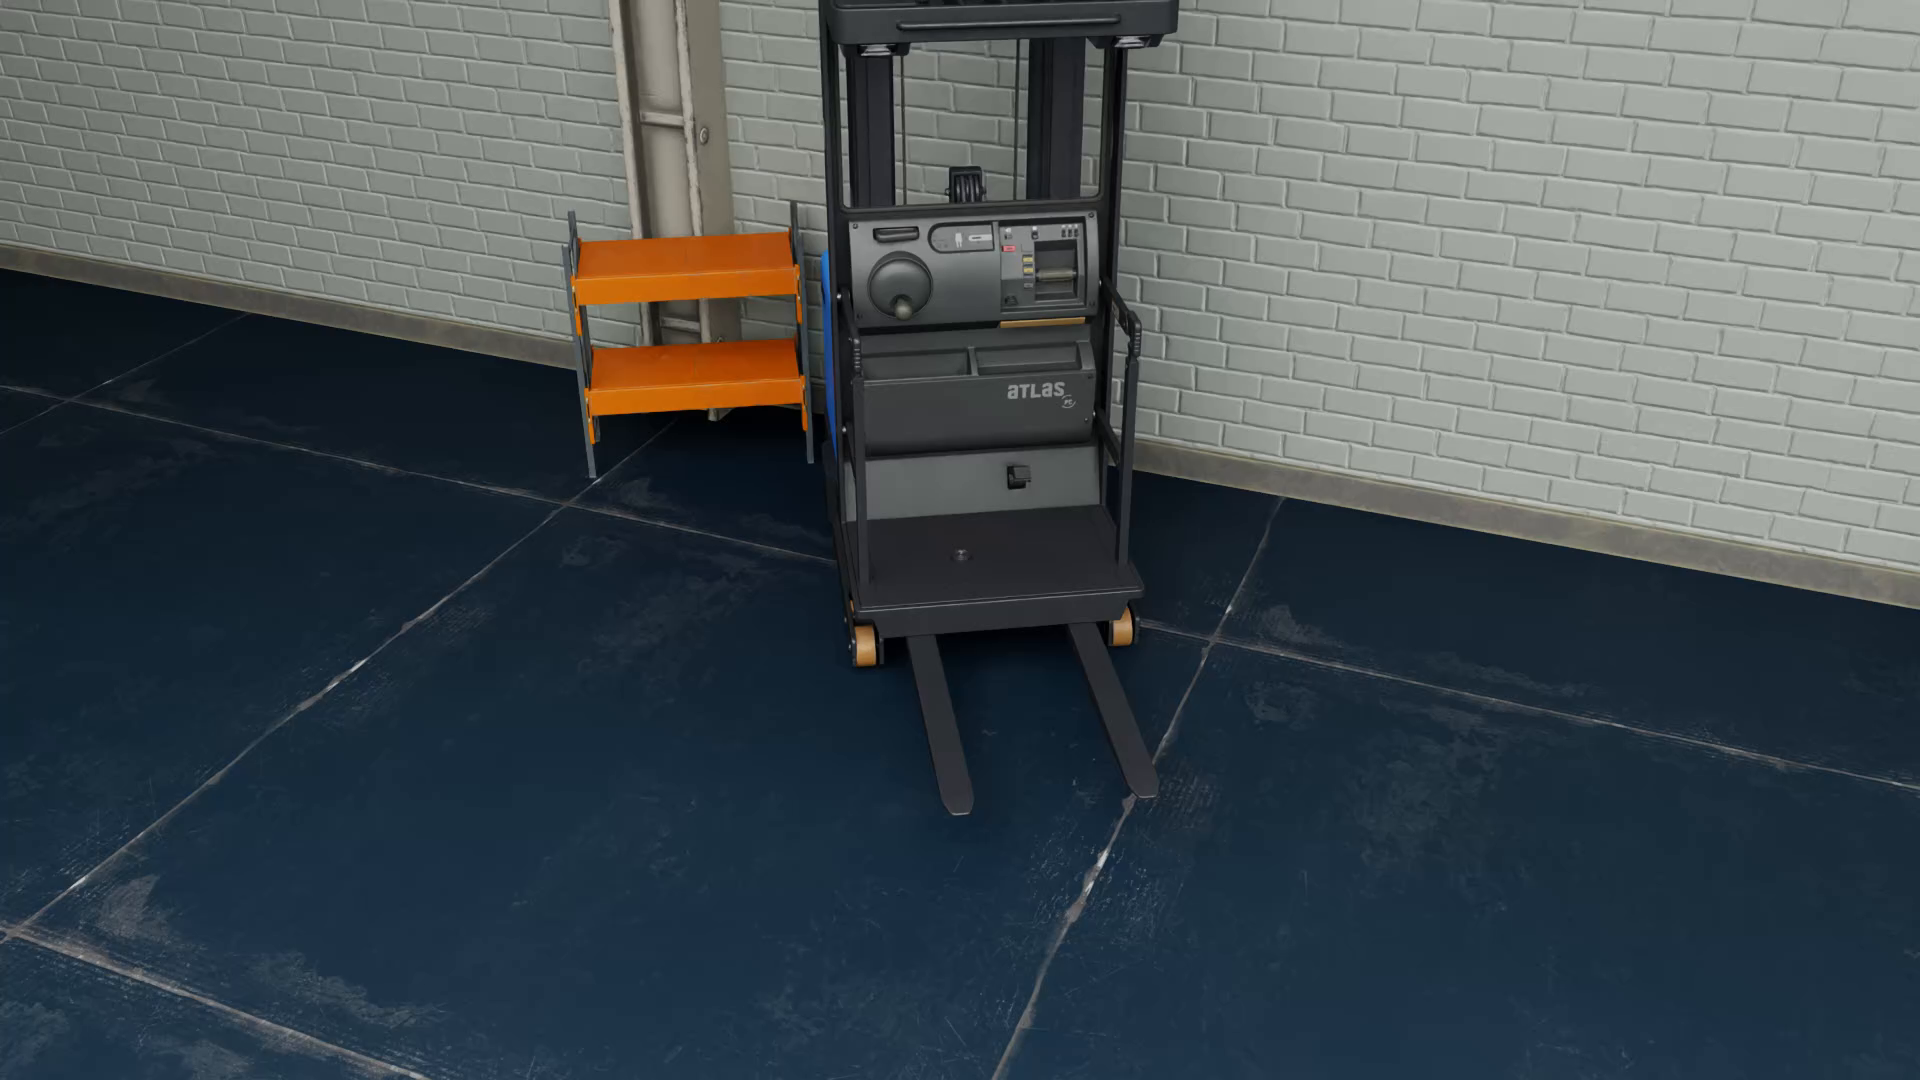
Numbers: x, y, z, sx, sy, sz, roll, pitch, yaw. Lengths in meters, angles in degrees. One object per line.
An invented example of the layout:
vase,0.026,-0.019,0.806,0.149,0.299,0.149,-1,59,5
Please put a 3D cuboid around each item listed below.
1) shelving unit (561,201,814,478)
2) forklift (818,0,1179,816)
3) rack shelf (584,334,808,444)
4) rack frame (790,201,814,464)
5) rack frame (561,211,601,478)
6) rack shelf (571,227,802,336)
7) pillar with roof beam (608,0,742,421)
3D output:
shelving unit,-1.246,-0.937,7.765,1.048,1.125,0.538,-4,30,-7
forklift,0.089,-0.973,5.992,1.130,2.935,3.031,-4,30,-7
rack shelf,-1.246,-0.724,7.885,1.000,0.278,0.538,-4,30,-7
rack frame,-0.743,-0.974,7.829,0.032,1.125,0.500,-4,30,-7
rack frame,-1.749,-0.901,7.700,0.032,1.125,0.500,-4,30,-7
rack shelf,-1.246,-1.192,7.621,1.000,0.278,0.538,-4,30,-7
pillar with roof beam,-2.956,-2.654,2.800,0.400,9.000,9.100,11,31,19
